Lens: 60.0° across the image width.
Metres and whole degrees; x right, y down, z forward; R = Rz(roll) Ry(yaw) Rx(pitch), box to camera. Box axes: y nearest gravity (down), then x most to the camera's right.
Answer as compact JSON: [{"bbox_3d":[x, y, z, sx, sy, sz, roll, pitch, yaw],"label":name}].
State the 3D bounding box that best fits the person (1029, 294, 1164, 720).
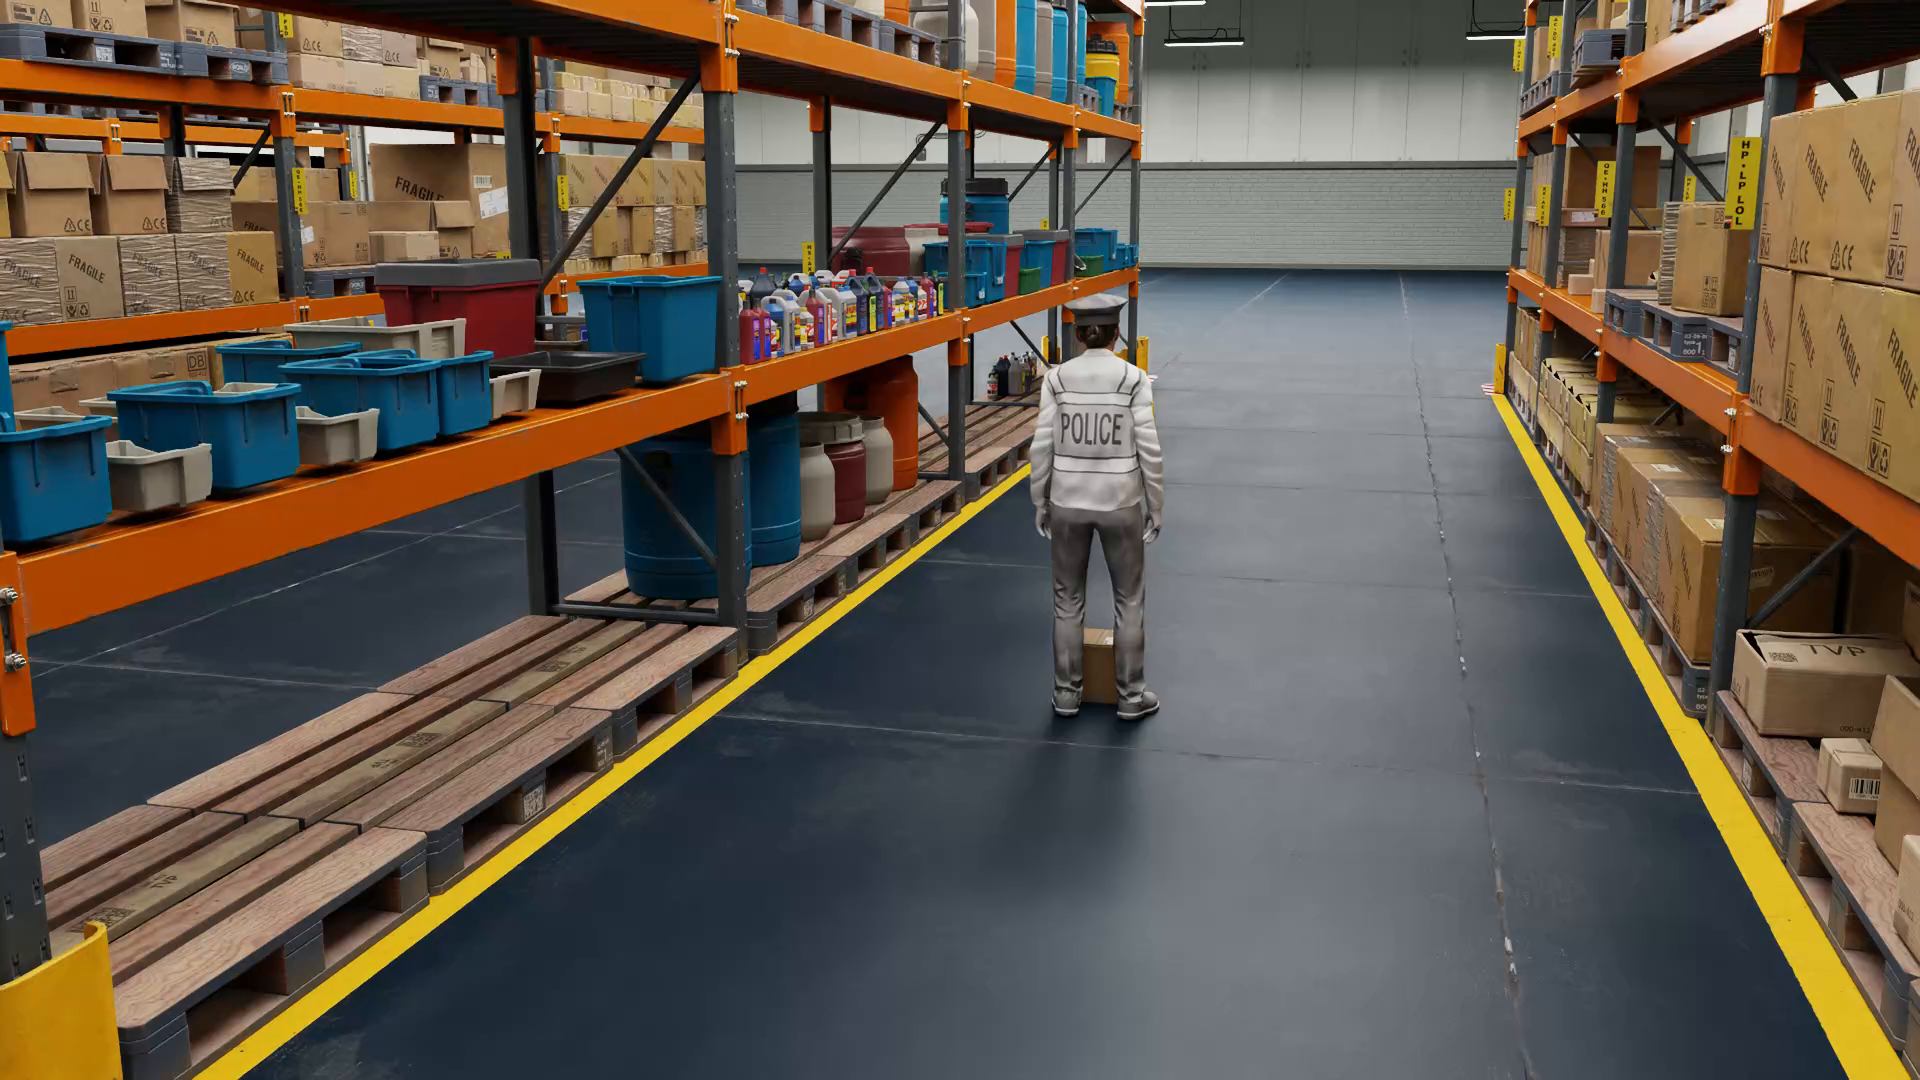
[{"bbox_3d":[0.537,-0.121,6.532,0.526,1.662,0.374,3,12,13],"label":"person"}]
